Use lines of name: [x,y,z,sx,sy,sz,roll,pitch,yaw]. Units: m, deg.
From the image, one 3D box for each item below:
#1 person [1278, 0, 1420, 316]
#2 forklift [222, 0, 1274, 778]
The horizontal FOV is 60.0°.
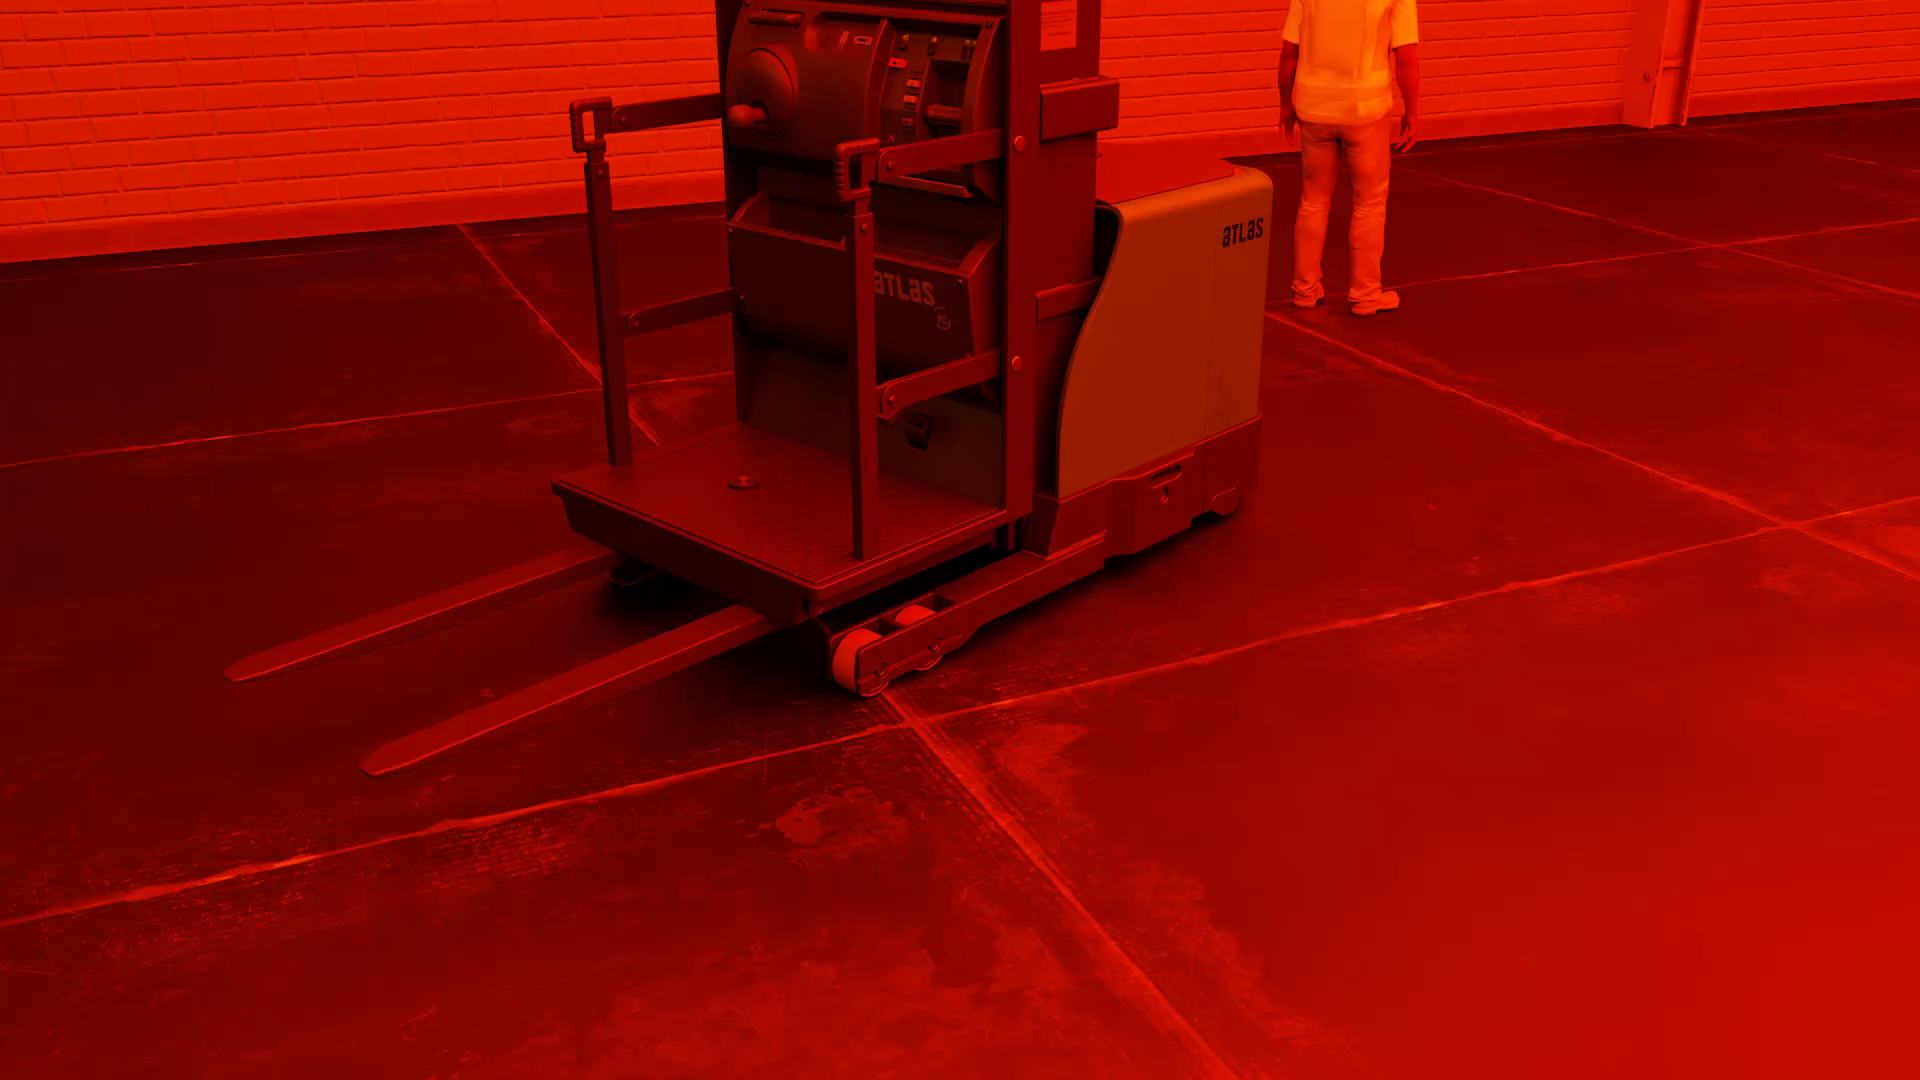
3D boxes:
person: [1.725,-1.907,7.407,0.638,1.761,0.457,13,26,28]
forklift: [-0.413,-1.182,4.131,1.130,2.935,3.031,19,29,39]
